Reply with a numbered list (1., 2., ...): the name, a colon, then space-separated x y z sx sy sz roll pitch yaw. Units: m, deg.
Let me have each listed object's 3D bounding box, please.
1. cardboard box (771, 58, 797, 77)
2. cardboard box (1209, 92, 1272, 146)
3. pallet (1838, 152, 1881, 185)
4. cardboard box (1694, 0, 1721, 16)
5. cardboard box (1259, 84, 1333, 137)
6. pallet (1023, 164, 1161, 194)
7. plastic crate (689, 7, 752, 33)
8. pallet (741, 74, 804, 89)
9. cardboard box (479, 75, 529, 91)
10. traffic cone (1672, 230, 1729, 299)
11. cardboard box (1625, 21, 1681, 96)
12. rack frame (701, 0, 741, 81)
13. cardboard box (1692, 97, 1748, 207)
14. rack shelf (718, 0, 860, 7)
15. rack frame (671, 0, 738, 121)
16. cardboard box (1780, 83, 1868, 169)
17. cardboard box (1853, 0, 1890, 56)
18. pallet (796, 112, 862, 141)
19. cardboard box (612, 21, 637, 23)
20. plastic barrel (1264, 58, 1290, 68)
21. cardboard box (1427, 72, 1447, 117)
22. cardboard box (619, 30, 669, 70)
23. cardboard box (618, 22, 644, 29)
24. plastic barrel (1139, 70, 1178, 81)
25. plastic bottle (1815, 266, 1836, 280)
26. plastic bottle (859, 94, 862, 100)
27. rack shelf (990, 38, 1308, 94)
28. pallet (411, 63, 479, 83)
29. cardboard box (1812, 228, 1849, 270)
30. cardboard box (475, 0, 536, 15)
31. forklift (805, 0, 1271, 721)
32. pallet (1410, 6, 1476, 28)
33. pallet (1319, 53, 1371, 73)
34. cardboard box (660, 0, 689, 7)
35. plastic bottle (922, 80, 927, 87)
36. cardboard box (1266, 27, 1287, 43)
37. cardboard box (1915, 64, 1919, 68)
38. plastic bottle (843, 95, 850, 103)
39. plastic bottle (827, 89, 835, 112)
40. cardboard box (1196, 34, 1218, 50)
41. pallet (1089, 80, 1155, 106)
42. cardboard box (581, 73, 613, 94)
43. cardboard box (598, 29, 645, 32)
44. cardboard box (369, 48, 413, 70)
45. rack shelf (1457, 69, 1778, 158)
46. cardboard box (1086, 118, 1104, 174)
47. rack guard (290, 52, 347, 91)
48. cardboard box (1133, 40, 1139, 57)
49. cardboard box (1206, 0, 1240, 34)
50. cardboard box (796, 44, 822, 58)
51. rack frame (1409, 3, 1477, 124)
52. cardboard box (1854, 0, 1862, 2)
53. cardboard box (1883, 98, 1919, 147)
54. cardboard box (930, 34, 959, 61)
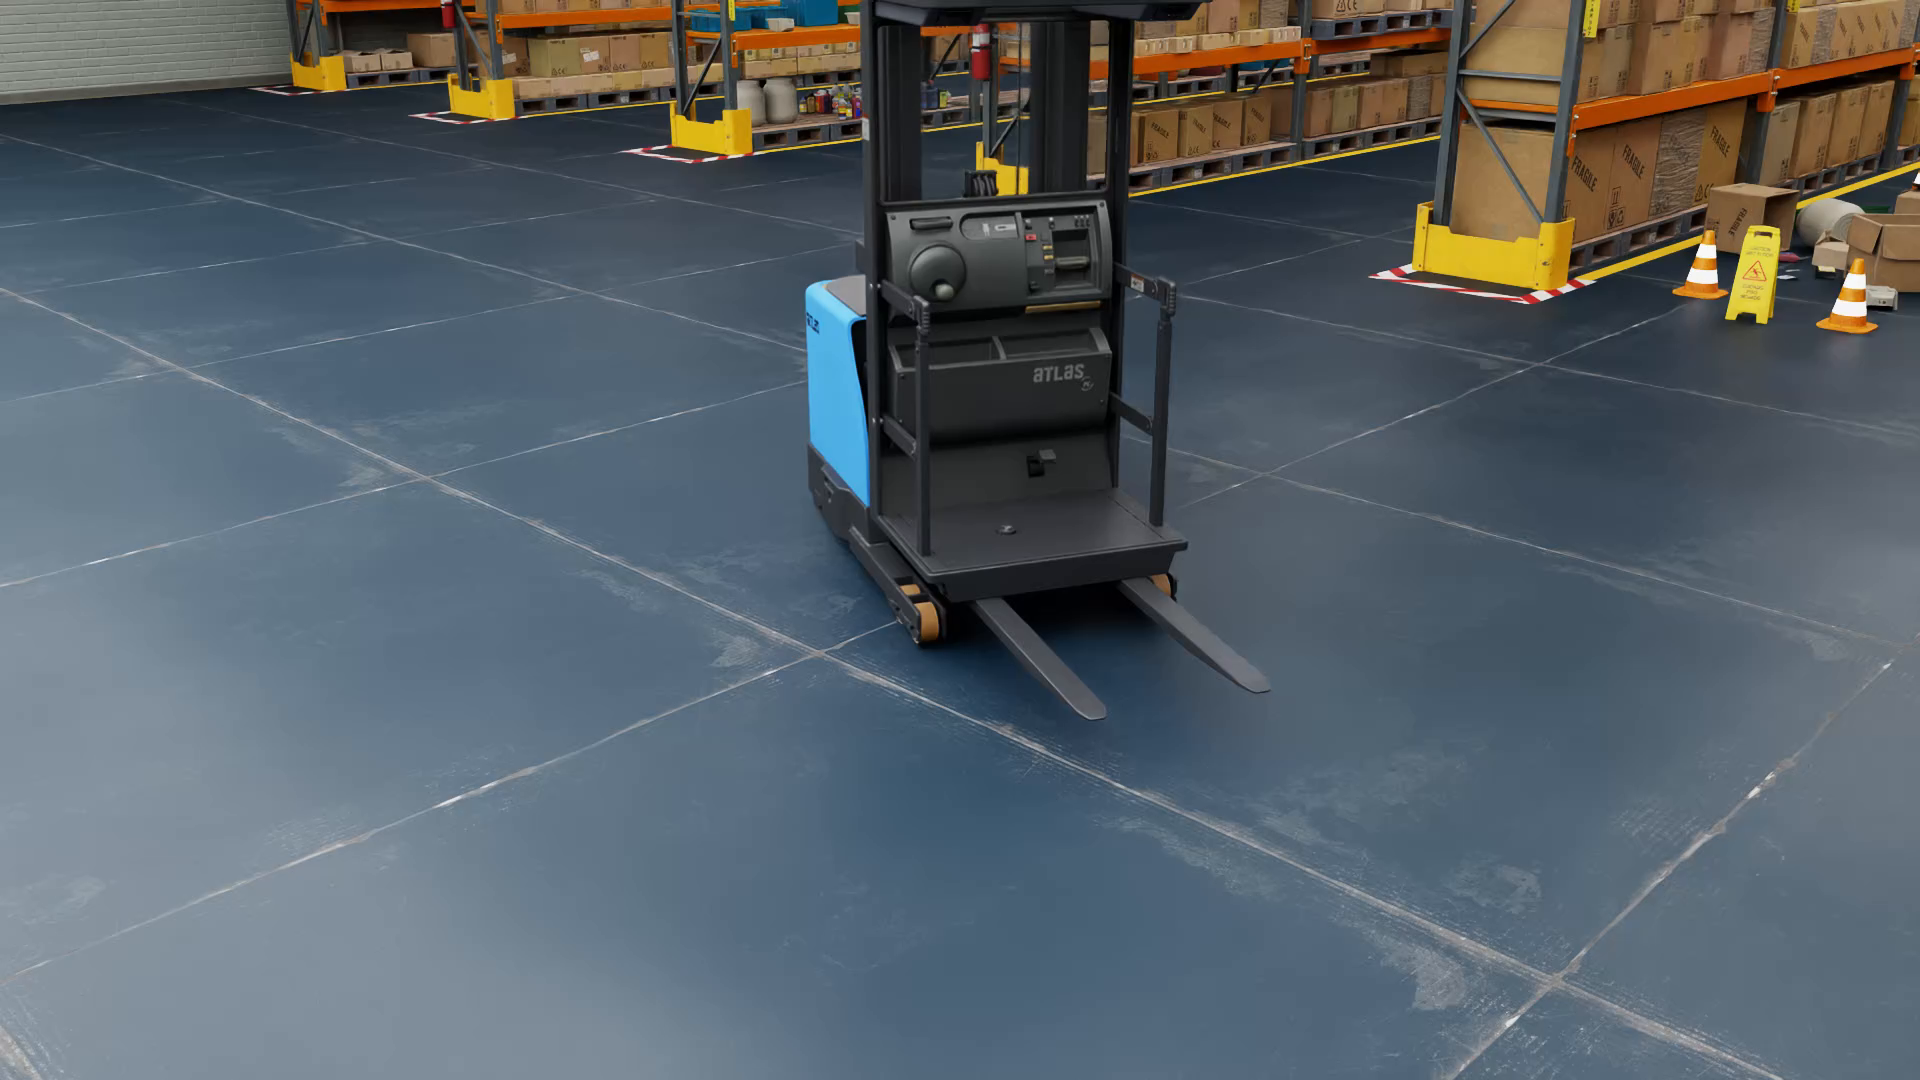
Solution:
1. cardboard box: -2.869 -7.309 25.656 0.500 0.250 0.500 -19 28 -41
2. cardboard box: 3.102 -4.680 18.467 0.500 0.500 0.500 18 28 39
3. pallet: 9.079 -4.019 17.736 1.003 0.211 1.213 19 28 41
4. cardboard box: 5.835 -4.689 13.878 0.875 0.550 0.550 19 28 41
5. cardboard box: 3.853 -4.934 19.102 0.700 0.500 0.500 17 27 37
6. pallet: 1.264 -3.633 16.732 1.003 0.211 1.213 19 28 41
7. plastic crate: -2.795 -6.089 19.442 0.499 0.251 0.616 19 28 41
8. pallet: -3.199 -7.121 25.807 1.003 0.211 1.213 19 28 41
9. cardboard box: -6.313 -6.320 23.083 0.500 0.250 0.500 19 28 41
10. traffic cone: 5.490 -2.045 12.249 0.336 0.463 0.334 19 28 41
11. cardboard box: 5.178 -3.884 13.289 0.875 0.550 0.550 19 28 41
12. rack frame: -3.685 -8.223 24.789 1.000 3.000 0.127 19 28 41
13. cardboard box: 6.404 -3.536 14.969 0.875 0.875 0.875 -20 28 -41
14. rack shelf: -2.290 -8.402 26.255 1.077 0.370 4.000 19 28 41
15. rack frame: -2.929 -5.955 18.886 1.000 3.000 0.127 19 28 41
16. cardboard box: 8.587 -4.290 17.106 0.750 0.750 1.050 -20 28 -41
17. cardboard box: 8.864 -5.111 16.553 0.500 0.500 0.500 19 28 40
18. pallet: -1.489 -5.204 20.819 1.003 0.211 1.213 19 28 41
19. cardboard box: -6.071 -9.293 29.397 0.500 0.250 0.500 18 28 39
20. plastic barrel: 5.050 -8.120 26.860 0.600 0.901 0.708 19 28 41
21. cardboard box: 5.747 -5.633 20.919 0.700 0.500 0.500 17 27 38
22. cardboard box: -4.556 -7.057 23.956 0.500 0.500 0.500 19 28 41
23. cardboard box: -6.026 -8.961 29.578 0.700 0.500 0.500 20 28 41
24. plastic barrel: 2.980 -7.324 24.888 0.600 0.830 0.708 19 28 41
25. plastic bottle: 6.716 -2.082 12.905 0.133 0.061 0.283 9 23 23
26. plastic bottle: -1.202 -5.363 20.535 0.097 0.271 0.097 0 21 0
27. rack shelf: 2.014 -4.893 17.127 1.077 0.370 4.000 19 28 41
28. pallet: -8.532 -7.664 27.220 1.003 0.211 1.213 19 28 41
29. cardboard box: 7.013 -2.297 13.180 0.258 0.266 0.396 -14 25 -33
30. cardboard box: -6.141 -7.359 22.400 0.700 0.500 0.500 19 28 41
31. forklift: 0.238 -1.125 6.416 1.130 2.935 3.031 -7 22 -18
32. pallet: 5.779 -6.472 20.499 1.213 0.211 1.003 19 28 41
33. pallet: 6.778 -8.251 28.748 1.003 0.211 1.213 19 28 41
34. cardboard box: -4.354 -8.017 24.113 0.700 0.500 0.500 19 28 40
35. plastic bottle: -0.485 -5.750 21.433 0.144 0.351 0.185 19 28 41
36. cardboard box: 3.289 -5.435 17.885 0.380 0.149 0.250 19 28 41
37. cardboard box: 11.046 -5.254 18.917 0.500 0.250 0.500 20 28 41
38. plastic bottle: -1.440 -5.554 21.130 0.097 0.201 0.097 0 21 0
39. plastic bottle: -1.670 -5.564 21.053 0.152 0.276 0.135 18 28 39
40. cardboard box: 2.413 -5.115 17.052 0.380 0.149 0.250 19 28 41
41. pallet: 2.083 -6.520 24.243 1.003 0.211 1.213 19 28 41
42. cardboard box: -5.247 -6.448 23.416 0.500 0.250 0.500 19 28 41
43. cardboard box: -4.931 -7.188 24.297 0.500 0.500 0.500 19 28 41
44. cardboard box: -9.083 -7.686 26.526 0.500 0.311 0.500 -17 27 -38
45. rack shelf: 5.498 -3.626 13.830 1.077 0.370 4.000 19 28 41
46. cardboard box: 1.067 -3.900 16.440 0.500 0.500 0.500 -14 25 -32
47. rack guard: -9.975 -7.287 25.836 1.175 0.500 0.348 19 28 41
48. cardboard box: 1.522 -4.801 16.234 0.380 0.149 0.250 19 28 41
49. cardboard box: 2.401 -5.555 17.292 0.875 0.500 0.500 19 28 41
50. cardboard box: -2.506 -7.702 25.899 0.500 0.311 0.500 18 27 39
51. rack frame: 6.200 -6.771 21.011 1.000 3.000 0.127 19 28 41
52. cardboard box: 8.655 -5.642 16.539 0.700 0.500 0.500 19 28 40
53. cardboard box: 10.360 -4.651 18.394 0.500 0.500 0.500 18 27 38
54. cardboard box: -0.373 -8.336 27.952 0.500 0.500 0.500 -19 28 -40
